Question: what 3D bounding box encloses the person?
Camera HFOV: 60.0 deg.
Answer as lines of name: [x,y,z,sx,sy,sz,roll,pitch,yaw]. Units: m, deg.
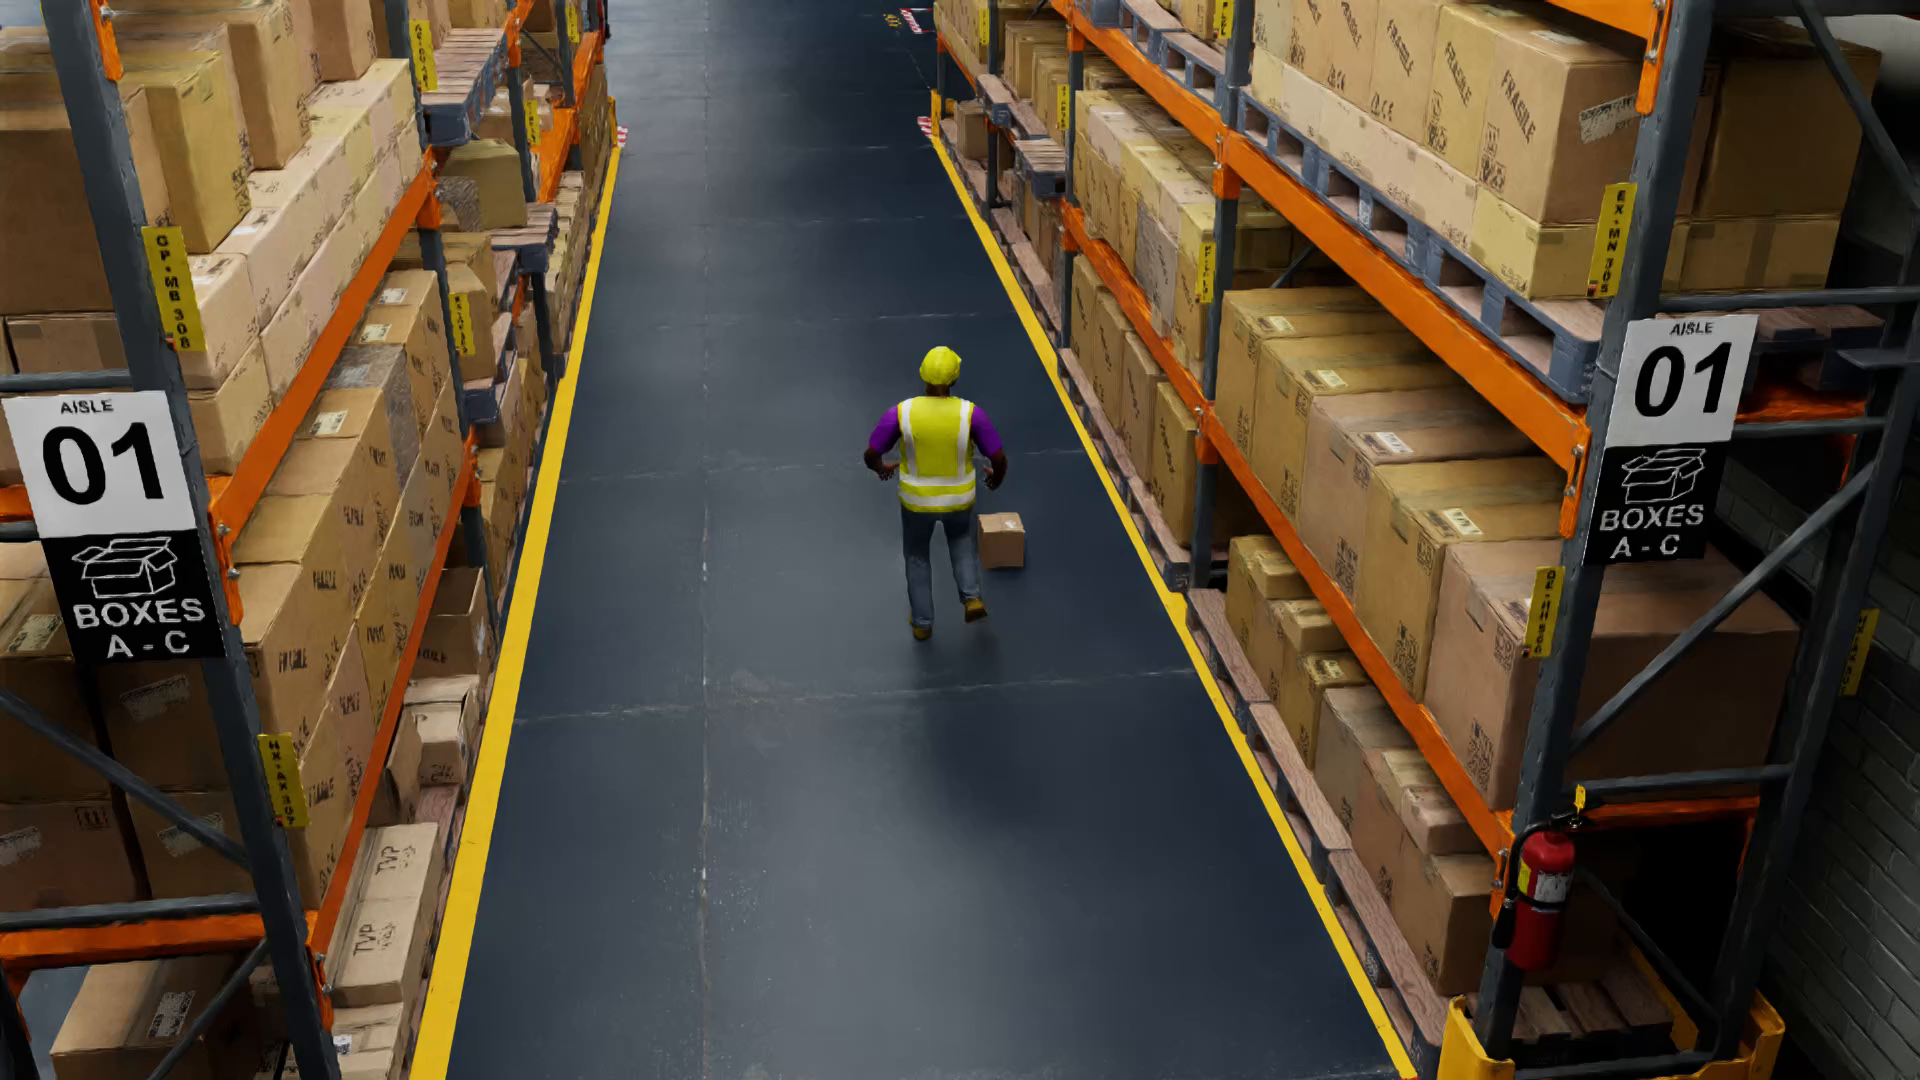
person: [-0.143,-0.263,9.143,0.766,1.737,0.518,-3,27,-6]
